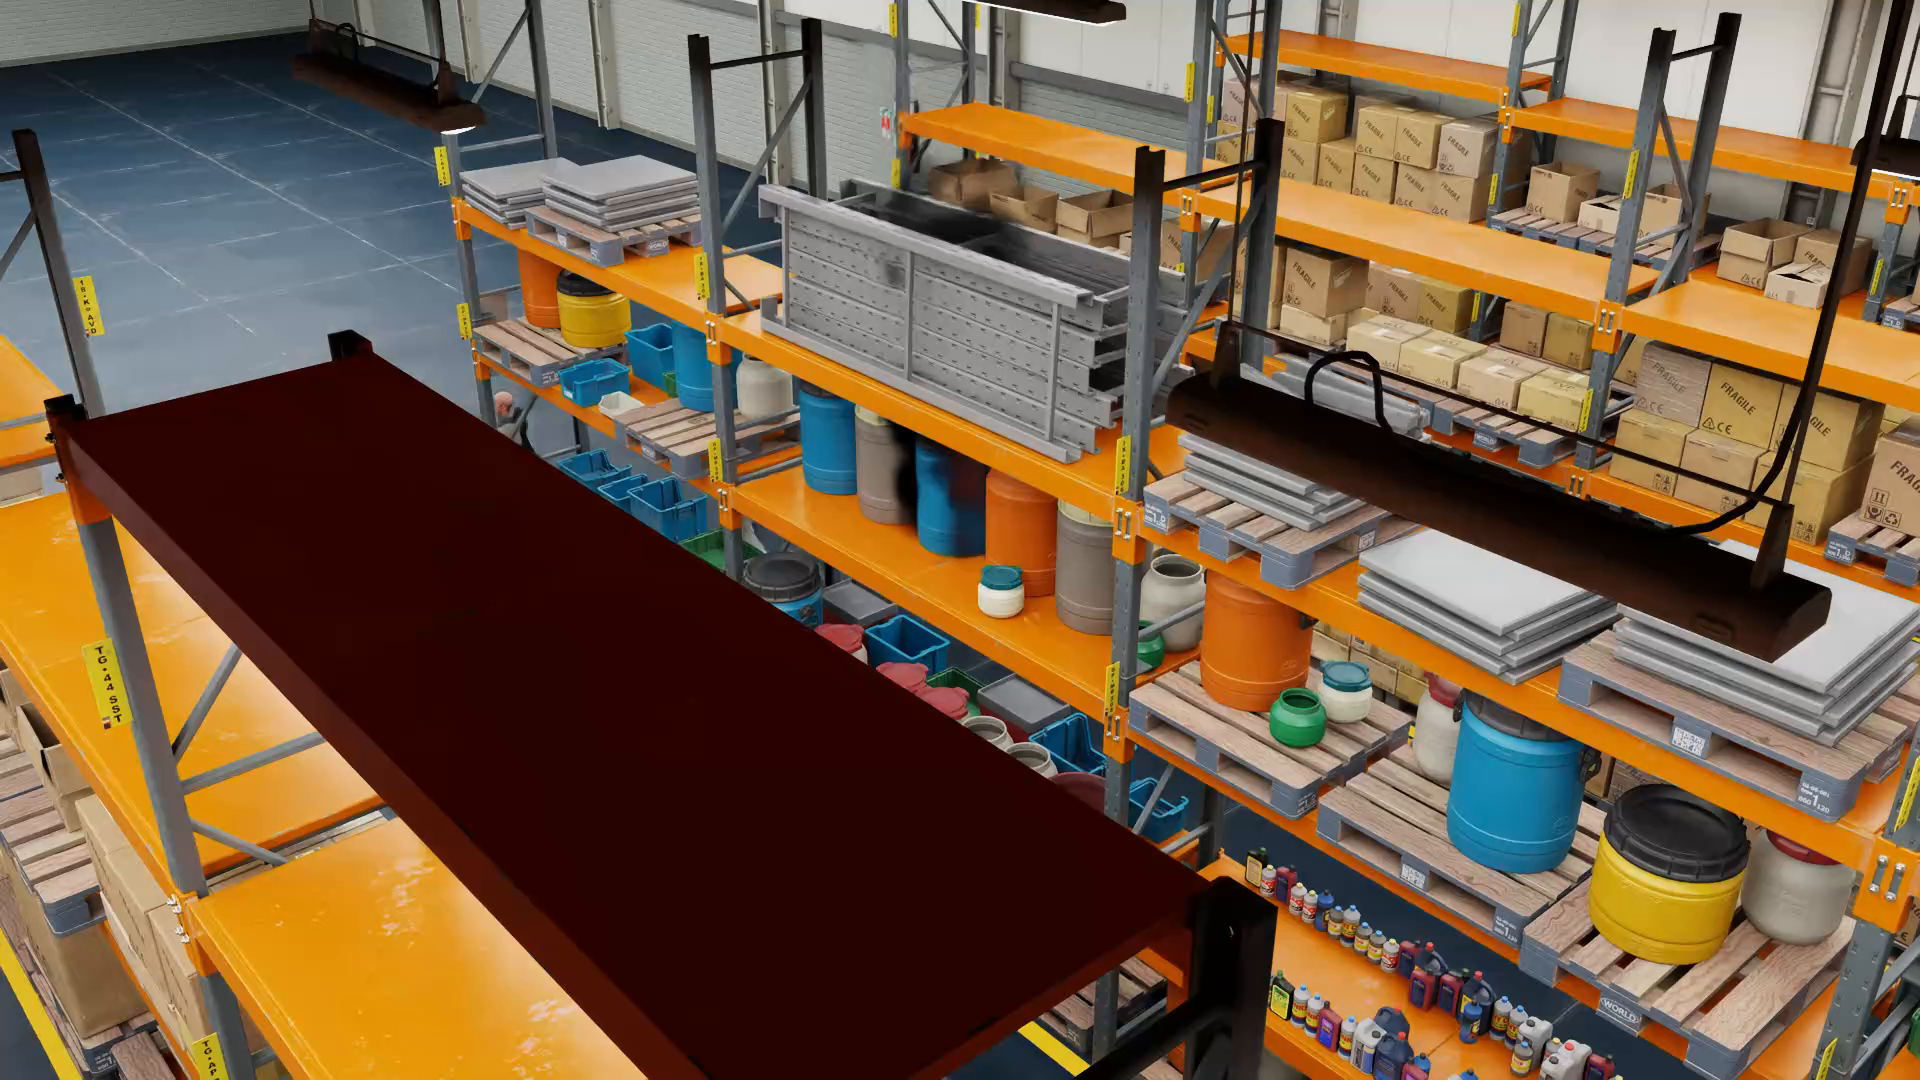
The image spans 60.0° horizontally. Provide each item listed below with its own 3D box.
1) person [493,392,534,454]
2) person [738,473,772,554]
[{"bbox_3d":[-4.681,-0.777,17.270,0.593,1.665,0.665,4,27,8],"label":"person"},{"bbox_3d":[-2.174,-0.399,16.541,0.637,1.649,0.569,18,32,31],"label":"person"}]
